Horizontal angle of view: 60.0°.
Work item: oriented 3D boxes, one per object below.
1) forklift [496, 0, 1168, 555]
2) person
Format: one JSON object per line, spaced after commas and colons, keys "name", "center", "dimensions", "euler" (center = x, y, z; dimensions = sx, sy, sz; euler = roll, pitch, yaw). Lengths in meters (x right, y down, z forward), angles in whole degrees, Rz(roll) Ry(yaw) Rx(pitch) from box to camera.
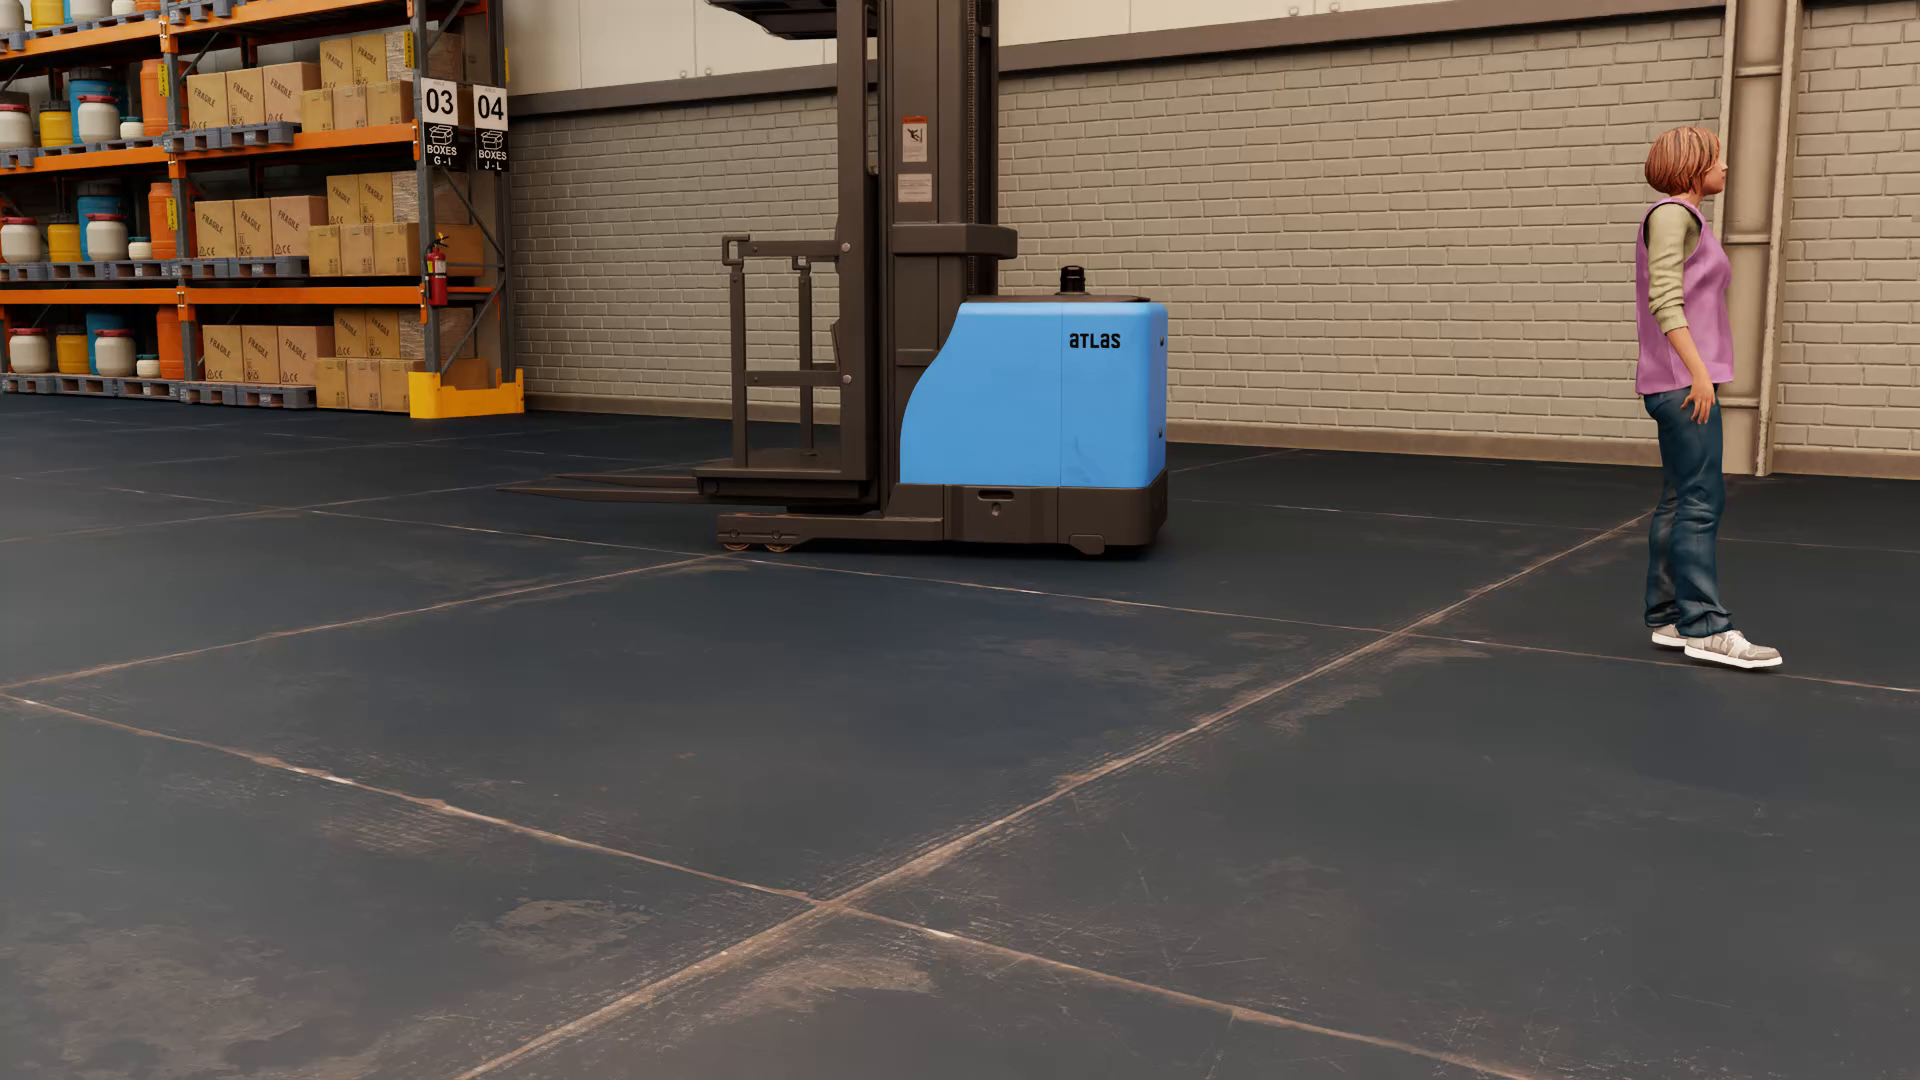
{"name": "forklift", "center": [-0.596, -1.469, 7.520], "dimensions": [3.031, 2.935, 1.130], "euler": [2, 8, 12]}
{"name": "person", "center": [2.283, -0.450, 5.042], "dimensions": [0.473, 1.598, 0.521], "euler": [4, 9, 25]}
